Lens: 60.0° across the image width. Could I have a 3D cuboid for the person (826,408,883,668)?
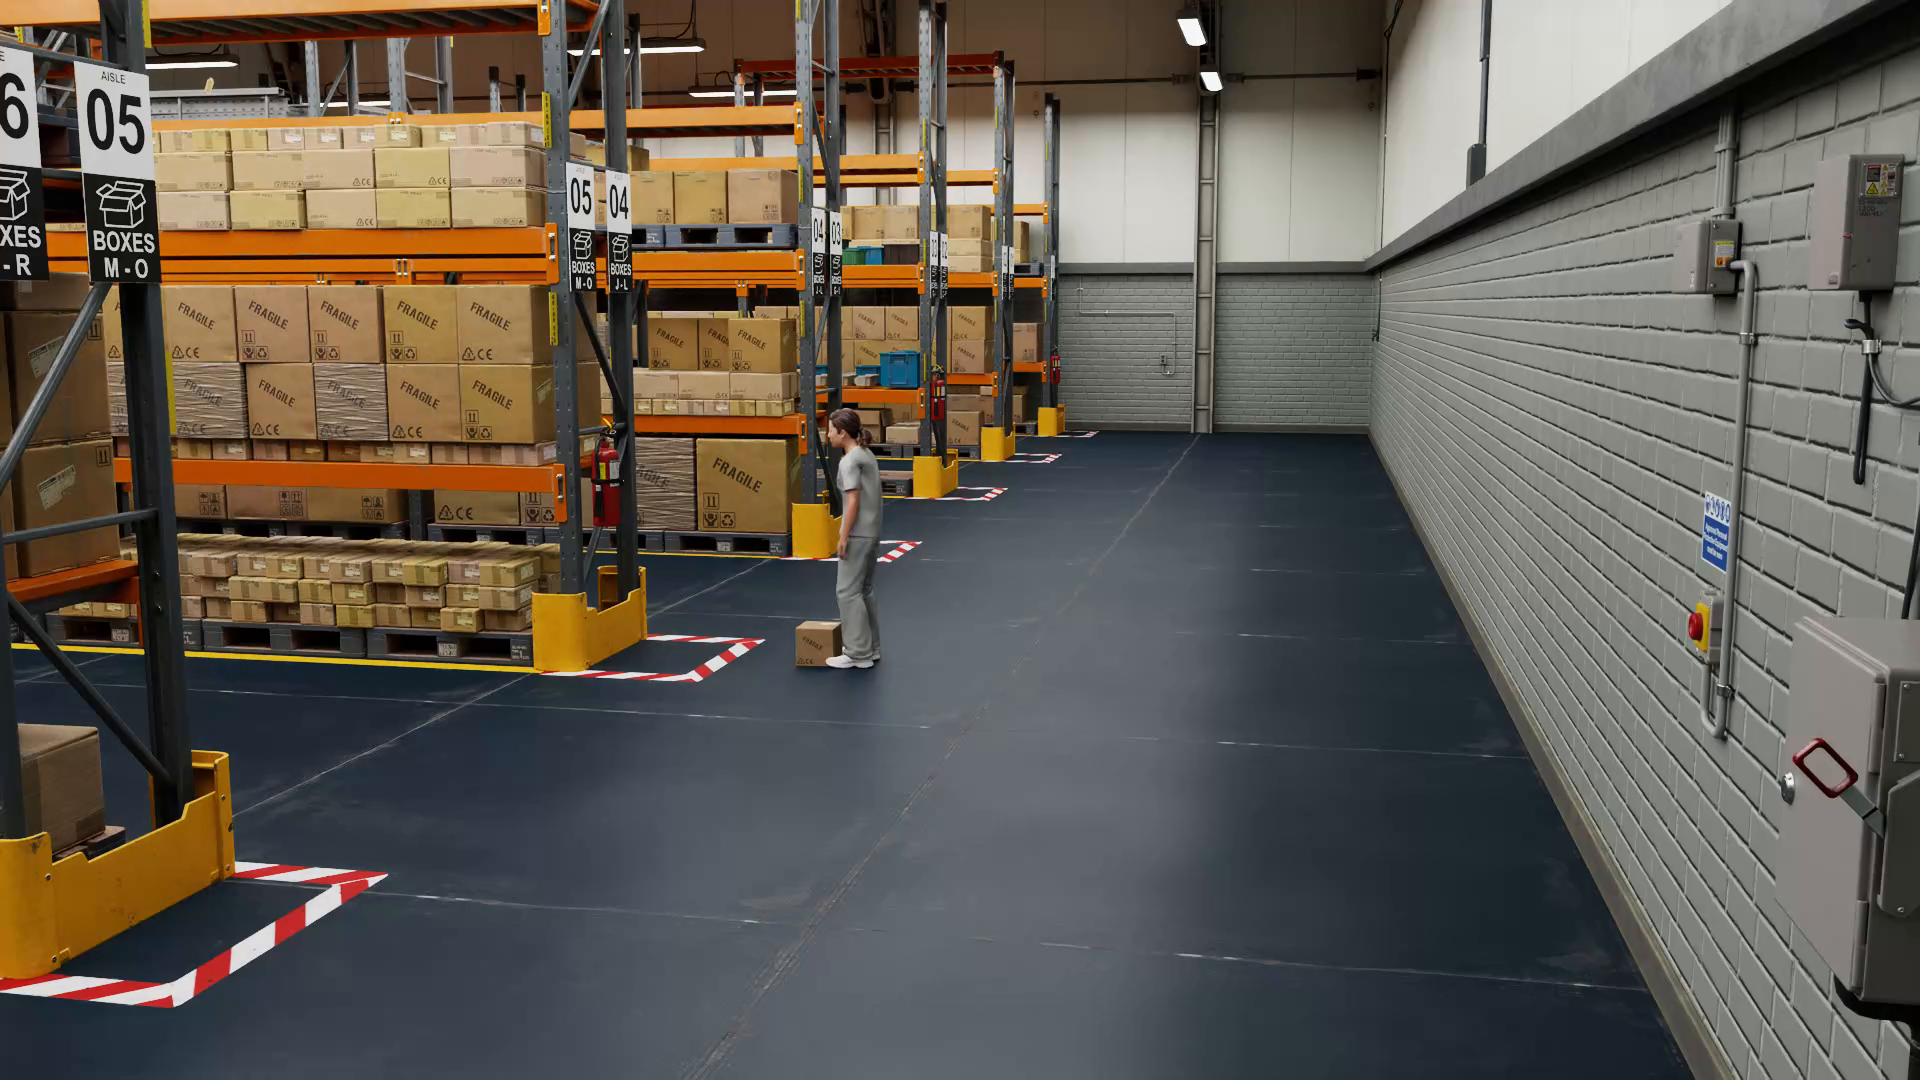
[{"bbox_3d":[-0.677,-0.019,10.755,0.352,1.673,0.494,2,8,11],"label":"person"}]
